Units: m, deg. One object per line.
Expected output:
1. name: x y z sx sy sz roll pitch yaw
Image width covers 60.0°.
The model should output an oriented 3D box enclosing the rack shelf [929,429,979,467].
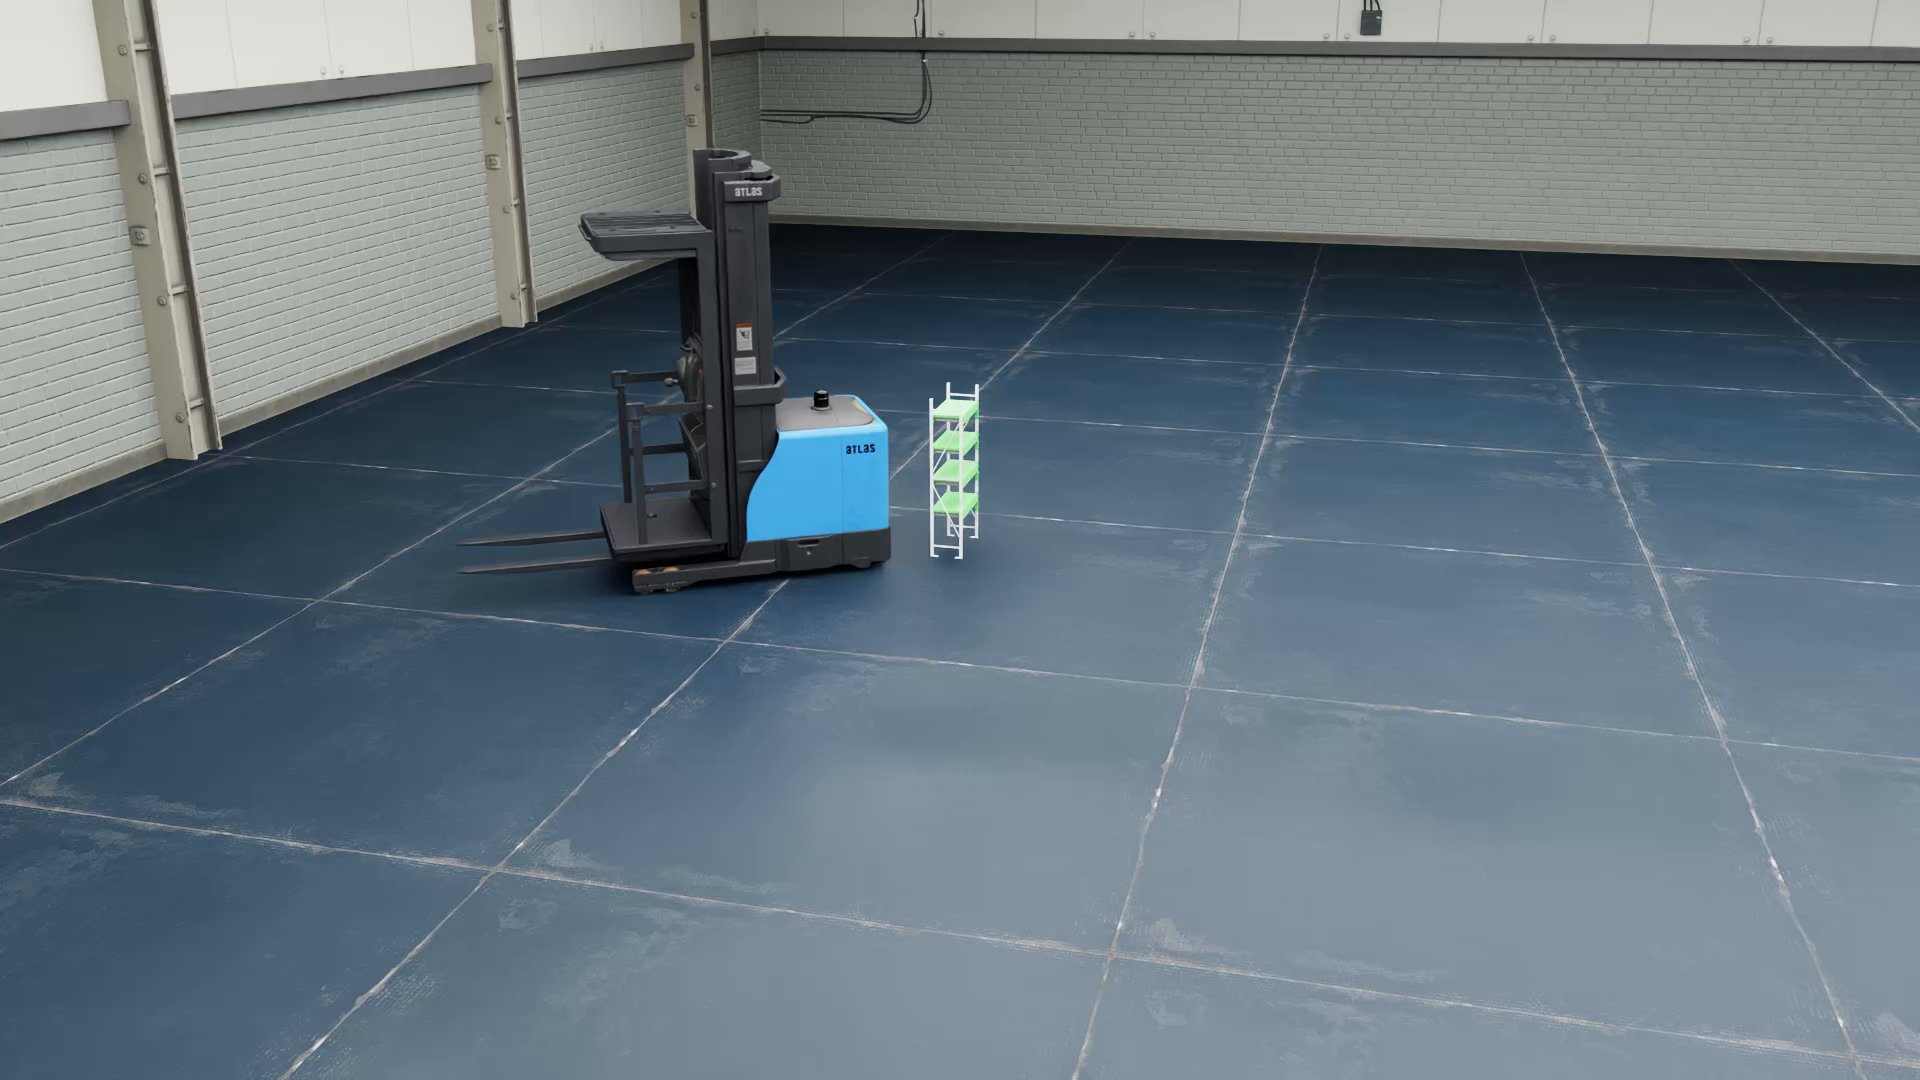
1. rack shelf: -0.040 -0.683 12.285 0.258 0.148 0.480 5 19 13

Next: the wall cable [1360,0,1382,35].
1. wall cable: 7.233 -10.478 24.181 2.305 6.003 0.169 5 19 13

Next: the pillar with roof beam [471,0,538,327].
1. pillar with roof beam: -1.262 -6.584 18.041 9.100 9.000 0.400 5 19 13

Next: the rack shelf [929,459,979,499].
1. rack shelf: -0.040 -0.455 12.362 0.258 0.148 0.480 5 19 13

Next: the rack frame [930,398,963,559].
1. rack frame: -0.100 -0.439 12.118 0.240 1.200 0.015 5 19 13

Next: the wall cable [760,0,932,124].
1. wall cable: -1.969 -8.154 27.442 3.097 2.526 0.112 5 19 13

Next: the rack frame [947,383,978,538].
1. rack frame: 0.019 -0.592 12.566 0.240 1.200 0.015 5 19 13

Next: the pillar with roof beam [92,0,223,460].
1. pillar with roof beam: -2.728 -4.703 12.535 9.100 9.000 0.400 5 19 13

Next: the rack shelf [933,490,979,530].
1. rack shelf: -0.040 -0.228 12.440 0.258 0.148 0.480 5 19 13

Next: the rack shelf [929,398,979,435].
1. rack shelf: -0.040 -0.910 12.207 0.258 0.148 0.480 5 19 13

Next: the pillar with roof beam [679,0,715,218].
1. pillar with roof beam: 0.204 -8.464 23.547 9.100 9.000 0.400 5 19 13

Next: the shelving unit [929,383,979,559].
1. shelving unit: -0.040 -0.516 12.342 0.258 1.200 0.503 5 19 13

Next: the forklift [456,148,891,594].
1. forklift: -2.075 -1.199 11.663 3.031 2.935 1.130 -6 20 -16
